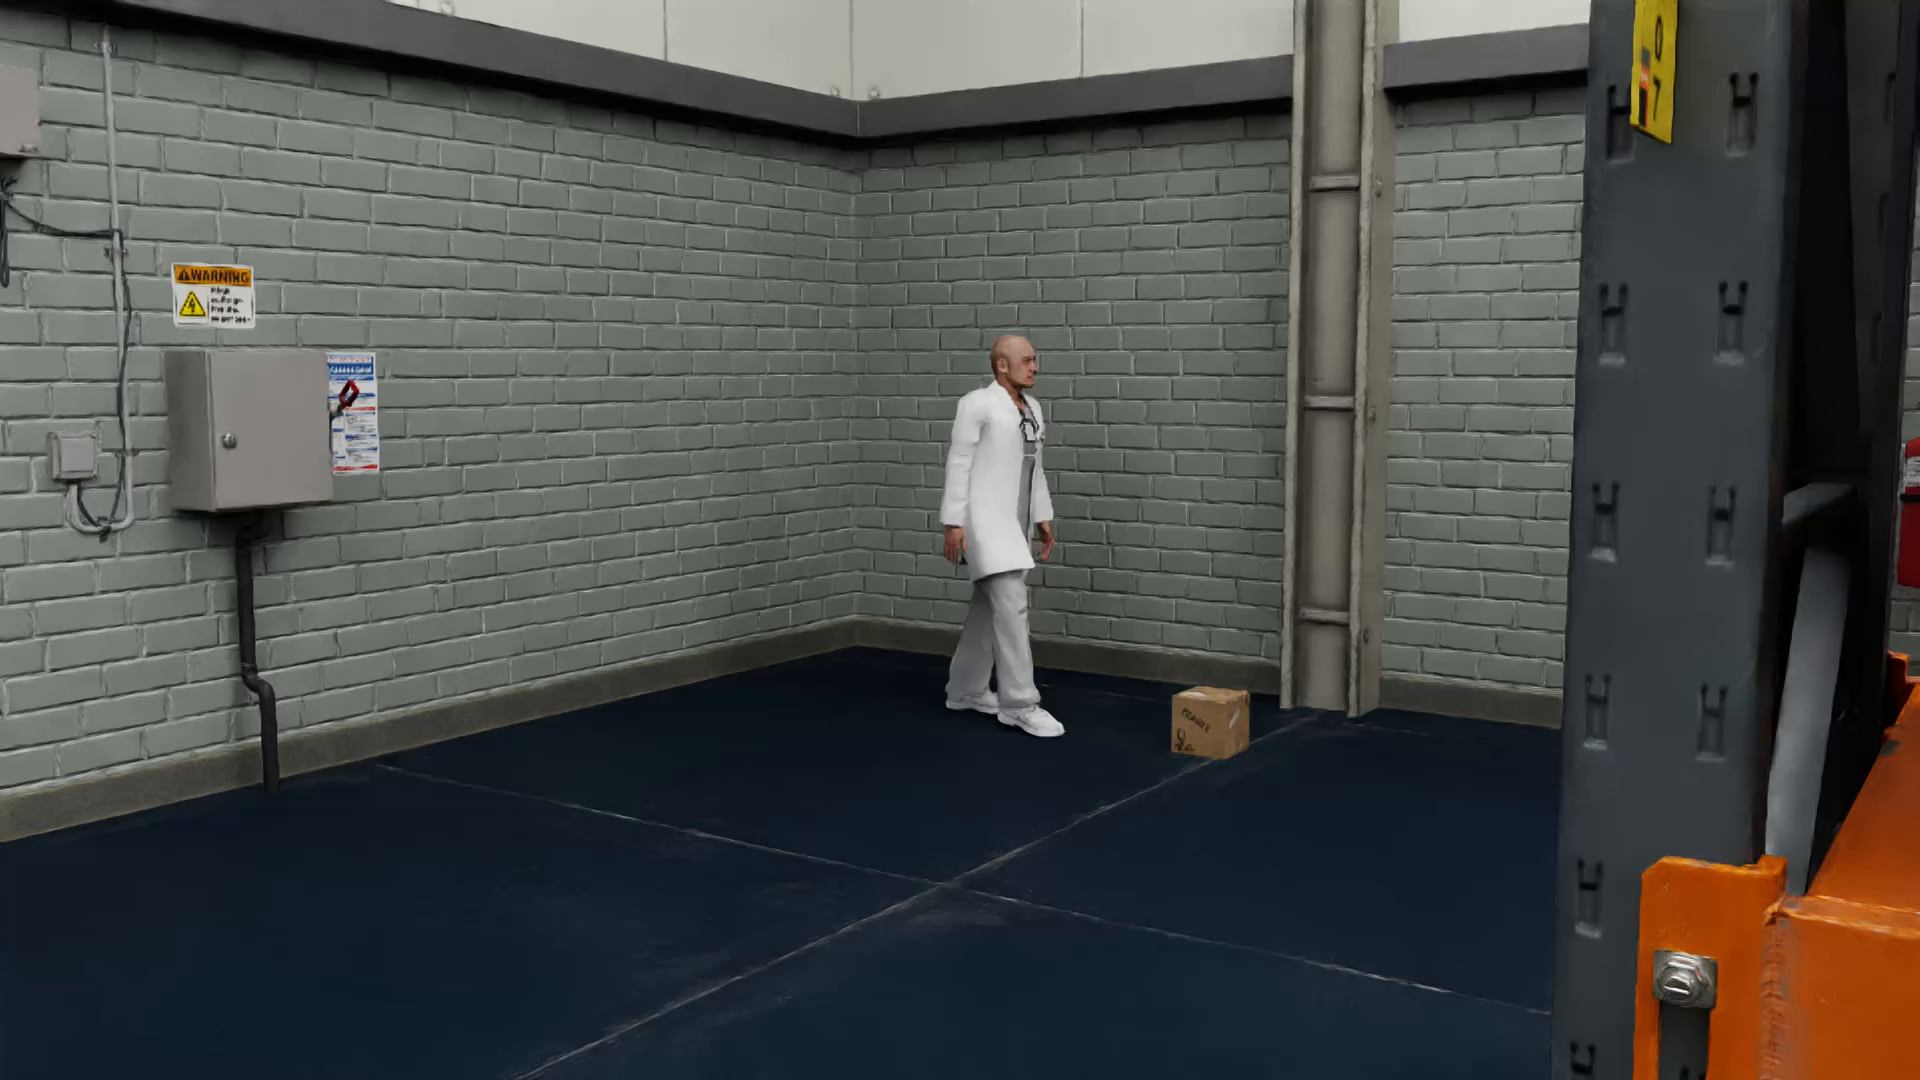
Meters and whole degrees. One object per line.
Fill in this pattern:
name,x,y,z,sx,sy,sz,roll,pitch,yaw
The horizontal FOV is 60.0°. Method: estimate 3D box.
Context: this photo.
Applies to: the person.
person,0.250,-0.051,7.632,0.760,1.773,0.577,4,7,31
